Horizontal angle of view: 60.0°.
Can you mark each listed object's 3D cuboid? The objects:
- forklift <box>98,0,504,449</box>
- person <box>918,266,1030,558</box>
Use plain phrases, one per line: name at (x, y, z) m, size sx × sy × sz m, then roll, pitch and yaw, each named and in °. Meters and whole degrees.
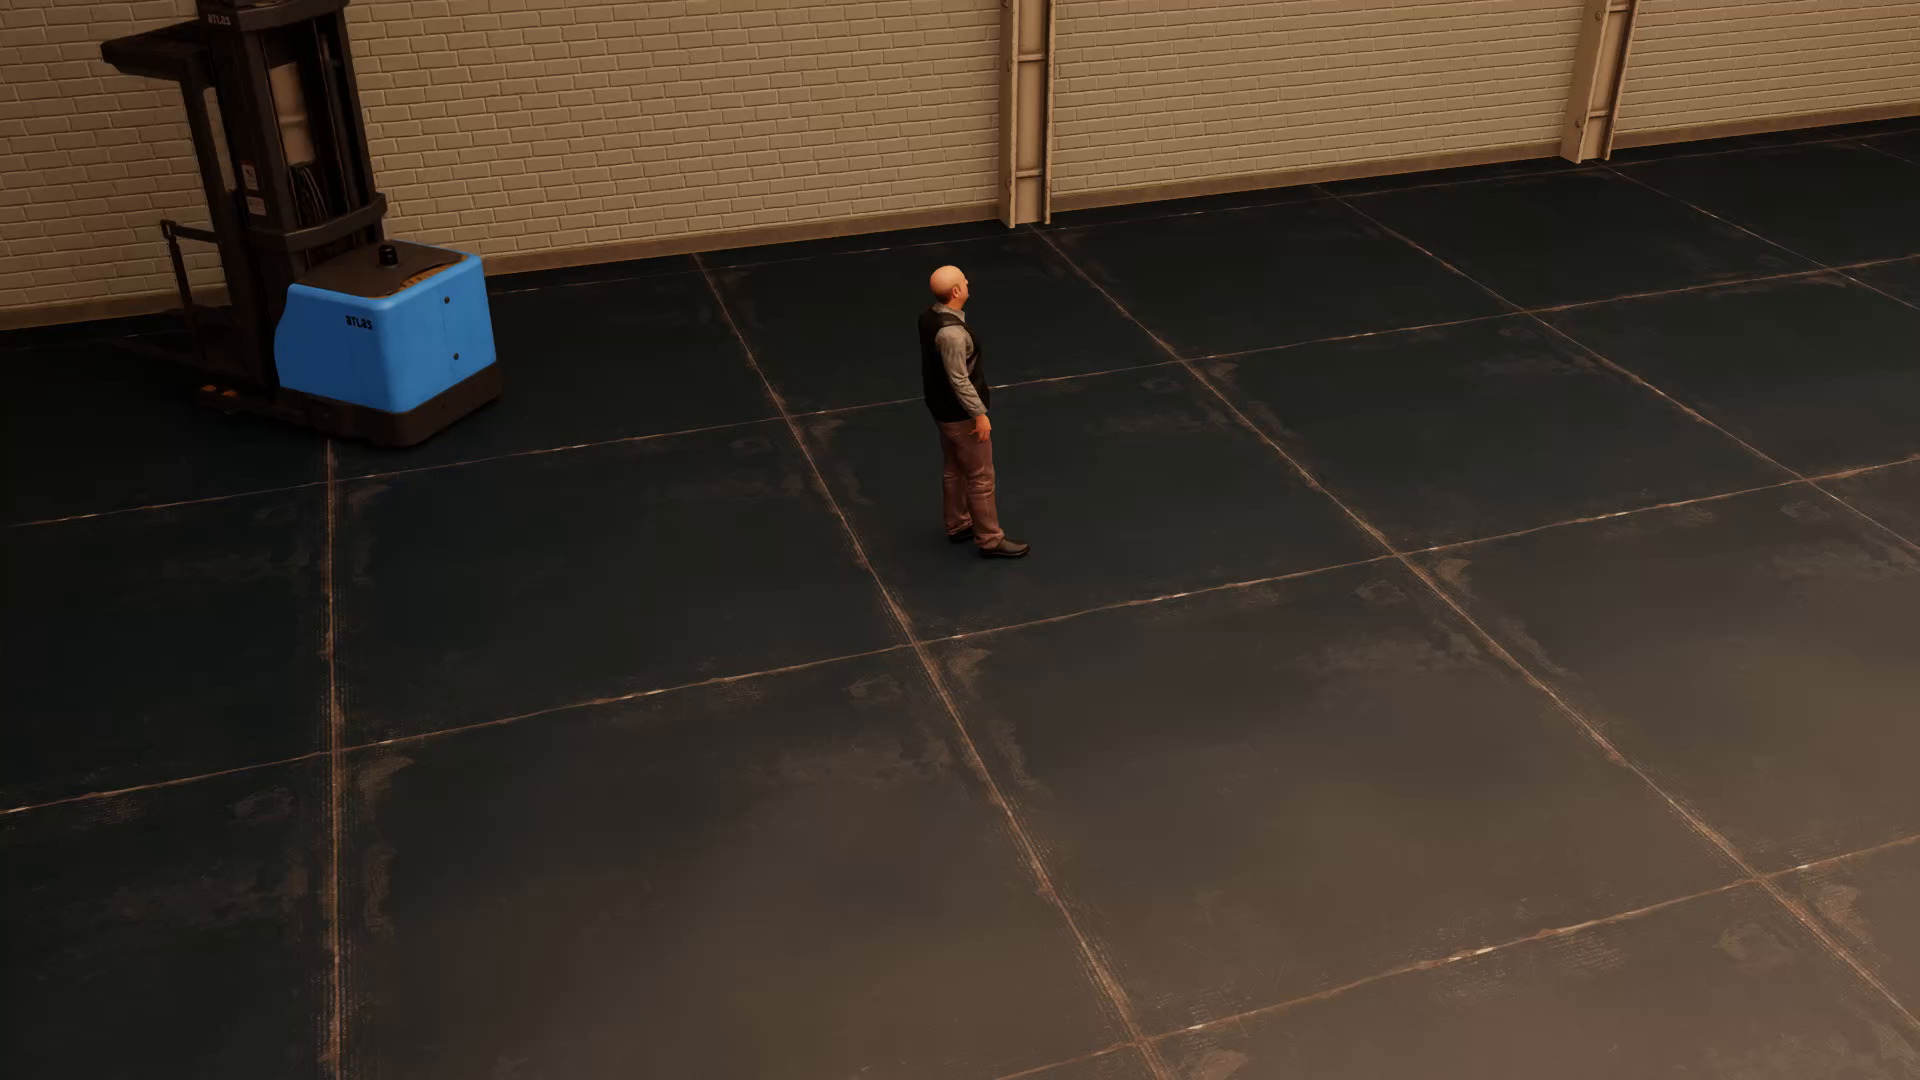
forklift at (-4.771, -2.363, 11.193) m, size 3.031 × 2.935 × 1.130 m, roll 13°, pitch 32°, yaw 22°
person at (0.069, -0.760, 9.607) m, size 0.551 × 1.722 × 0.633 m, roll -10°, pitch 31°, yaw -16°
